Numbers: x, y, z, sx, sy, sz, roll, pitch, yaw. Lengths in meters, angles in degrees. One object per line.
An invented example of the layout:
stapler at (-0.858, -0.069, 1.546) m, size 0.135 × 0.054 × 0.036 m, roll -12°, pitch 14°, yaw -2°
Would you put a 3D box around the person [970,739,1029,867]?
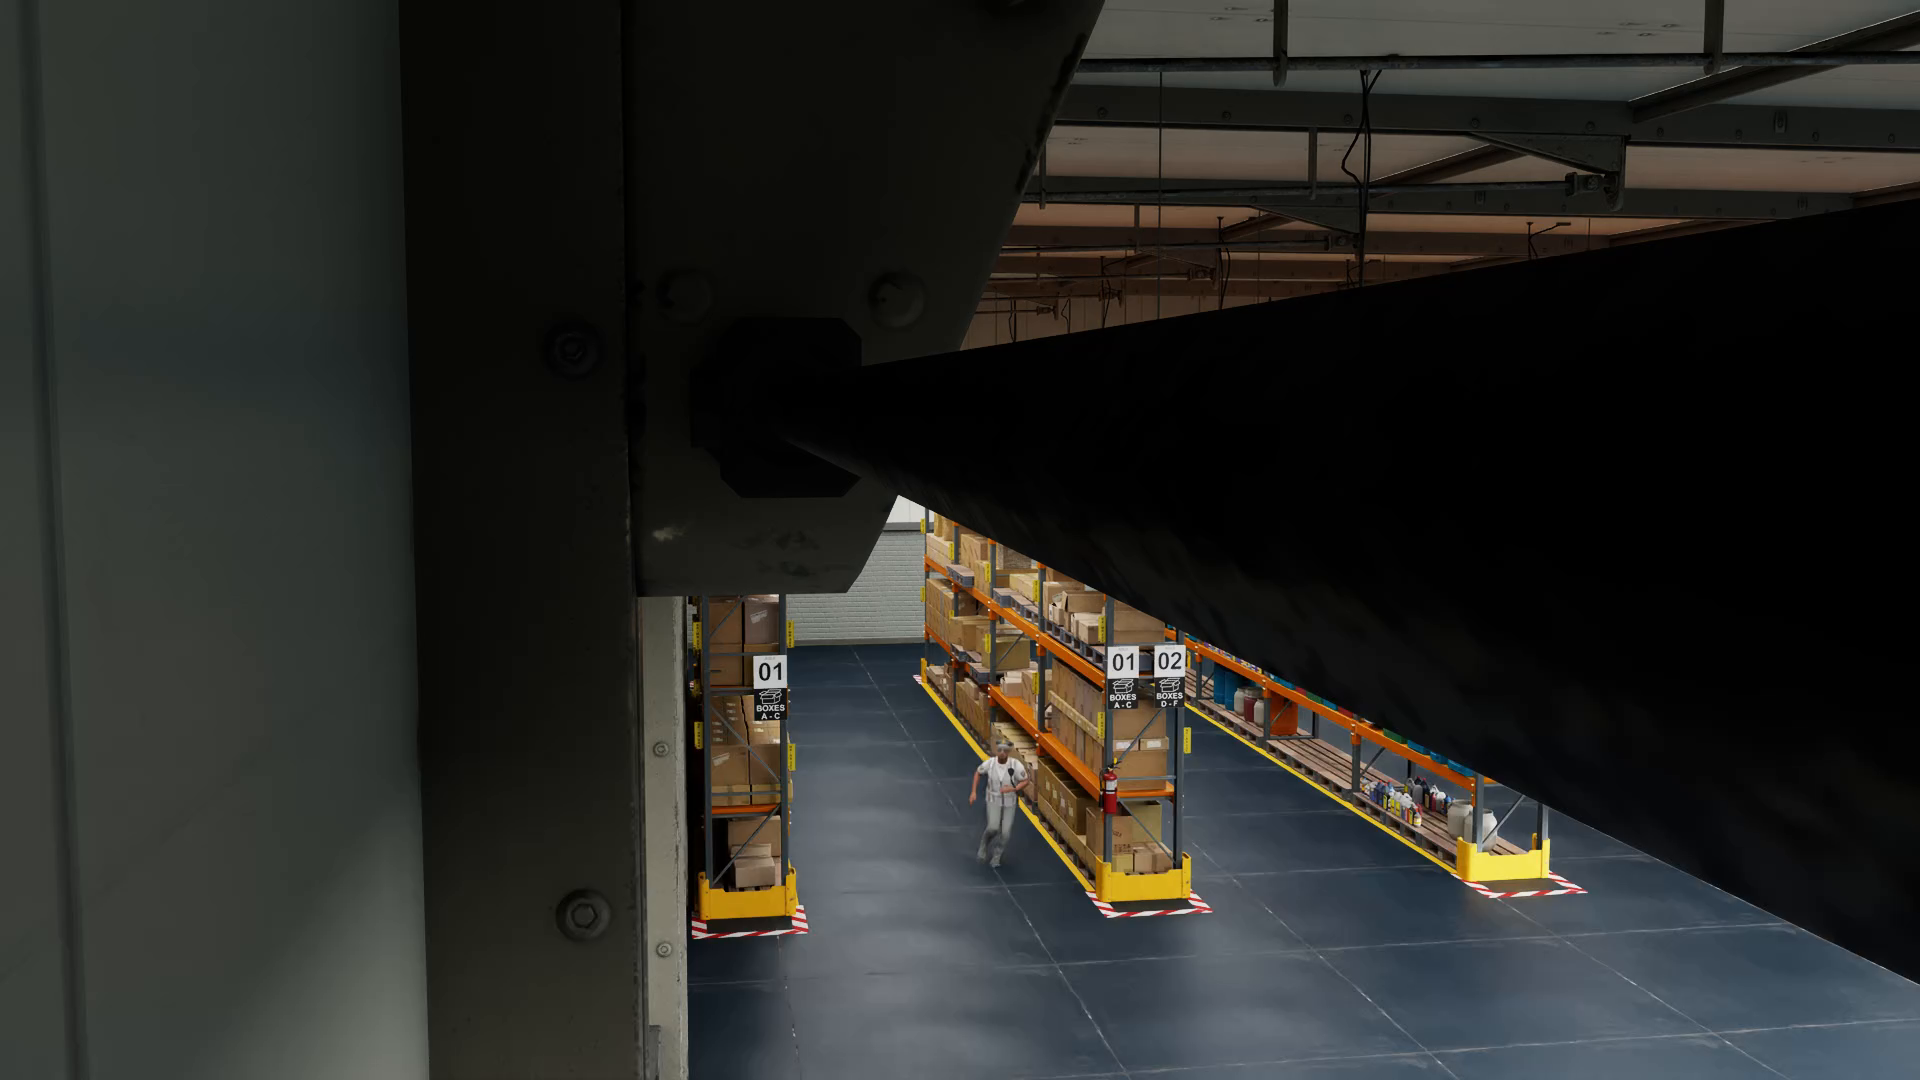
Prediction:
person at (0.532, 3.520, 22.297) m, size 0.760 × 1.737 × 0.603 m, roll -1°, pitch 5°, yaw -7°
